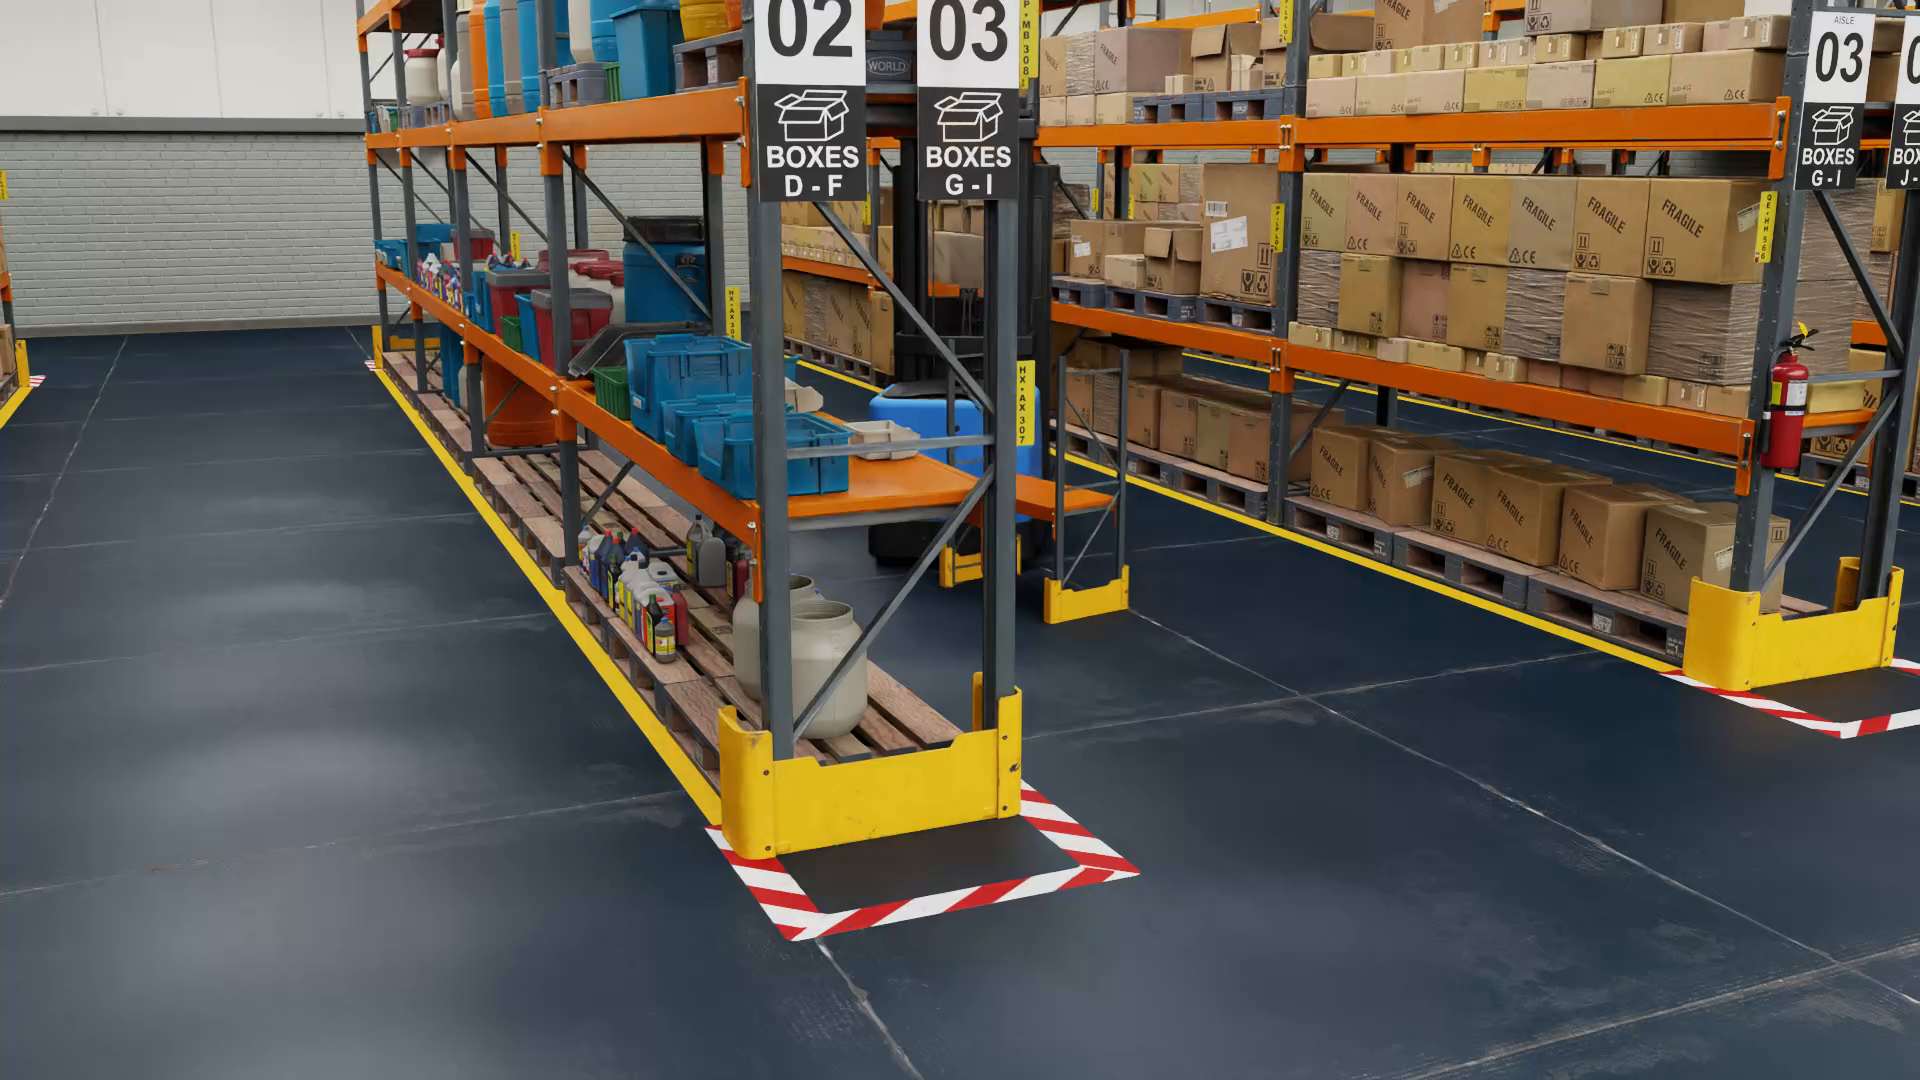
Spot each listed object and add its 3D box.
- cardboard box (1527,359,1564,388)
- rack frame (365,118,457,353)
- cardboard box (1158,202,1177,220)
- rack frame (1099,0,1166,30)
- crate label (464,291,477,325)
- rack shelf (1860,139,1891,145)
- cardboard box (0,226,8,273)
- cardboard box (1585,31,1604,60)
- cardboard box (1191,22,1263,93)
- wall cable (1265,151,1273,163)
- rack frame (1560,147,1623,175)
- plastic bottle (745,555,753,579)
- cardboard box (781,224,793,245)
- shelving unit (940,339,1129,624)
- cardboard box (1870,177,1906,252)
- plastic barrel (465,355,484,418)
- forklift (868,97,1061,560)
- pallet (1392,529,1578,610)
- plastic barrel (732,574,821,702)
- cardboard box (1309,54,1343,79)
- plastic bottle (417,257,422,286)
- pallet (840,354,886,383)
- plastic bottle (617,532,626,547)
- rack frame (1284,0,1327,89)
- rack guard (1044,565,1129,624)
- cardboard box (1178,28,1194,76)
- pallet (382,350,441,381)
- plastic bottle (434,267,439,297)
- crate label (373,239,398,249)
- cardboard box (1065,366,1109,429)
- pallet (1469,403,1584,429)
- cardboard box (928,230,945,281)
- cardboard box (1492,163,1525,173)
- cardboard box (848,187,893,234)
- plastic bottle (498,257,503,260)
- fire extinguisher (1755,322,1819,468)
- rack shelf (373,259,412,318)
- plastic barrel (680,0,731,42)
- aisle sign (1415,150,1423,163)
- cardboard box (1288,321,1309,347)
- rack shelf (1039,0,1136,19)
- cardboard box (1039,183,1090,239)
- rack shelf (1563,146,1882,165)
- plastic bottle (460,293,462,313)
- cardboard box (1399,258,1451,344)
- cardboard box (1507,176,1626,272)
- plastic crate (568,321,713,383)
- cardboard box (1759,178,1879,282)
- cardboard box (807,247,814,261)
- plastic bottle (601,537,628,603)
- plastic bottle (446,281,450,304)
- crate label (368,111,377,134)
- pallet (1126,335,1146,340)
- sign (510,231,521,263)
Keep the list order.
[{"bbox_3d":[3.453,-0.961,9.426,0.380,0.149,0.250,-6,14,-23],"label":"cardboard box"},{"bbox_3d":[-6.675,-3.644,20.464,1.000,3.000,0.127,-6,14,-23],"label":"rack frame"},{"bbox_3d":[3.007,-4.279,22.326,0.500,0.500,0.500,-6,14,-24],"label":"cardboard box"},{"bbox_3d":[2.448,-7.442,23.566,1.000,3.000,0.127,-6,14,-23],"label":"rack frame"},{"bbox_3d":[-3.645,-1.789,12.819,0.303,0.233,0.416,-6,14,-23],"label":"crate label"},{"bbox_3d":[8.056,-2.737,11.488,1.077,0.370,4.000,-6,14,-23],"label":"rack shelf"},{"bbox_3d":[-10.787,-3.178,18.229,0.500,0.500,0.500,-5,14,-21],"label":"cardboard box"},{"bbox_3d":[3.561,-2.621,8.838,0.380,0.149,0.250,-5,14,-22],"label":"cardboard box"},{"bbox_3d":[2.194,-3.629,12.586,0.797,0.503,0.637,-5,14,-21],"label":"cardboard box"},{"bbox_3d":[5.958,-6.775,31.738,0.588,1.984,0.122,-6,14,-23],"label":"wall cable"},{"bbox_3d":[8.545,-4.160,22.693,1.000,3.000,0.127,-6,14,-23],"label":"rack frame"},{"bbox_3d":[-1.079,0.195,8.941,0.152,0.276,0.135,-5,14,-22],"label":"plastic bottle"},{"bbox_3d":[-1.978,-3.933,21.385,0.500,0.250,0.500,-6,14,-24],"label":"cardboard box"},{"bbox_3d":[0.425,-0.394,9.744,0.587,1.500,1.083,-10,16,-36],"label":"shelving unit"},{"bbox_3d":[7.371,-2.559,13.049,0.875,0.550,0.550,-6,14,-23],"label":"cardboard box"},{"bbox_3d":[-4.135,-1.354,14.985,0.600,0.588,0.708,-6,14,-23],"label":"plastic barrel"},{"bbox_3d":[0.120,-1.580,11.695,1.130,2.935,3.031,2,13,7],"label":"forklift"},{"bbox_3d":[3.464,0.134,10.323,1.003,0.211,1.213,-6,14,-23],"label":"pallet"},{"bbox_3d":[-0.801,0.436,7.419,0.421,0.512,0.421,0,13,0],"label":"plastic barrel"},{"bbox_3d":[2.518,-3.100,10.908,0.380,0.149,0.250,-6,14,-25],"label":"cardboard box"},{"bbox_3d":[-5.317,-2.647,16.412,0.061,0.283,0.133,-6,14,-23],"label":"plastic bottle"},{"bbox_3d":[-0.768,-2.071,19.850,1.003,0.211,1.213,-6,14,-23],"label":"pallet"},{"bbox_3d":[-1.891,0.104,9.317,0.061,0.283,0.133,-6,14,-23],"label":"plastic bottle"},{"bbox_3d":[2.670,-4.535,11.008,1.000,3.000,0.127,-6,14,-23],"label":"rack frame"},{"bbox_3d":[0.724,0.305,9.497,0.587,0.250,0.087,-10,16,-36],"label":"rack guard"},{"bbox_3d":[1.887,-3.908,13.620,0.500,0.500,0.500,-5,14,-22],"label":"cardboard box"},{"bbox_3d":[-6.381,-2.112,20.027,1.003,0.211,1.213,-6,14,-23],"label":"pallet"},{"bbox_3d":[-4.752,-2.360,15.198,0.097,0.271,0.097,0,13,0],"label":"plastic bottle"},{"bbox_3d":[-6.878,-3.511,20.127,0.416,0.233,0.303,-6,14,-23],"label":"crate label"},{"bbox_3d":[1.354,-1.299,14.897,0.700,0.500,0.500,-6,15,-26],"label":"cardboard box"},{"bbox_3d":[5.899,-1.338,16.682,1.003,0.211,1.213,-6,14,-23],"label":"pallet"},{"bbox_3d":[-0.177,-2.989,17.411,0.500,0.500,0.500,-6,14,-24],"label":"cardboard box"},{"bbox_3d":[7.782,-5.263,23.580,0.380,0.149,0.250,-6,14,-23],"label":"cardboard box"},{"bbox_3d":[-0.964,-3.773,19.031,0.500,0.500,0.500,-5,14,-21],"label":"cardboard box"},{"bbox_3d":[-4.619,-2.705,16.681,0.152,0.276,0.135,-6,14,-23],"label":"plastic bottle"},{"bbox_3d":[3.896,-0.683,7.841,0.296,0.674,0.183,-6,14,-23],"label":"fire extinguisher"},{"bbox_3d":[-5.874,-2.881,18.760,1.077,0.370,4.000,-6,14,-23],"label":"rack shelf"},{"bbox_3d":[-0.839,-2.320,6.742,0.600,0.588,0.600,0,13,0],"label":"plastic barrel"},{"bbox_3d":[7.198,-6.296,26.156,0.394,0.787,0.004,-6,14,-23],"label":"aisle sign"},{"bbox_3d":[2.480,-1.419,11.404,0.380,0.149,0.250,-6,14,-23],"label":"cardboard box"},{"bbox_3d":[1.869,-4.403,12.920,1.077,0.370,4.000,-6,14,-23],"label":"rack shelf"},{"bbox_3d":[0.789,-3.129,15.790,0.797,0.503,0.637,-5,14,-21],"label":"cardboard box"},{"bbox_3d":[9.347,-4.858,20.651,1.077,0.370,4.000,-6,14,-23],"label":"rack shelf"},{"bbox_3d":[-4.053,-1.965,13.650,0.097,0.201,0.097,0,13,0],"label":"plastic bottle"},{"bbox_3d":[3.254,-1.507,10.347,0.875,0.500,0.500,-6,14,-23],"label":"cardboard box"},{"bbox_3d":[3.422,-1.764,9.242,0.500,0.500,0.500,-6,14,-23],"label":"cardboard box"},{"bbox_3d":[-1.775,-1.015,9.242,0.767,0.338,0.504,-6,14,-23],"label":"plastic crate"},{"bbox_3d":[4.301,-1.605,8.554,0.500,0.500,0.500,-6,14,-23],"label":"cardboard box"},{"bbox_3d":[-1.680,-3.549,20.607,0.380,0.149,0.250,-6,14,-24],"label":"cardboard box"},{"bbox_3d":[-1.850,0.154,8.950,0.144,0.351,0.185,-6,14,-25],"label":"plastic bottle"},{"bbox_3d":[-4.419,-2.154,14.464,0.097,0.201,0.097,0,13,0],"label":"plastic bottle"},{"bbox_3d":[-6.602,-4.813,19.193,0.408,0.251,0.502,-6,14,-23],"label":"crate label"},{"bbox_3d":[2.771,-2.974,23.750,1.003,0.211,1.213,-6,14,-23],"label":"pallet"},{"bbox_3d":[-4.568,-3.002,17.075,0.100,0.325,0.005,-6,14,-23],"label":"sign"}]
